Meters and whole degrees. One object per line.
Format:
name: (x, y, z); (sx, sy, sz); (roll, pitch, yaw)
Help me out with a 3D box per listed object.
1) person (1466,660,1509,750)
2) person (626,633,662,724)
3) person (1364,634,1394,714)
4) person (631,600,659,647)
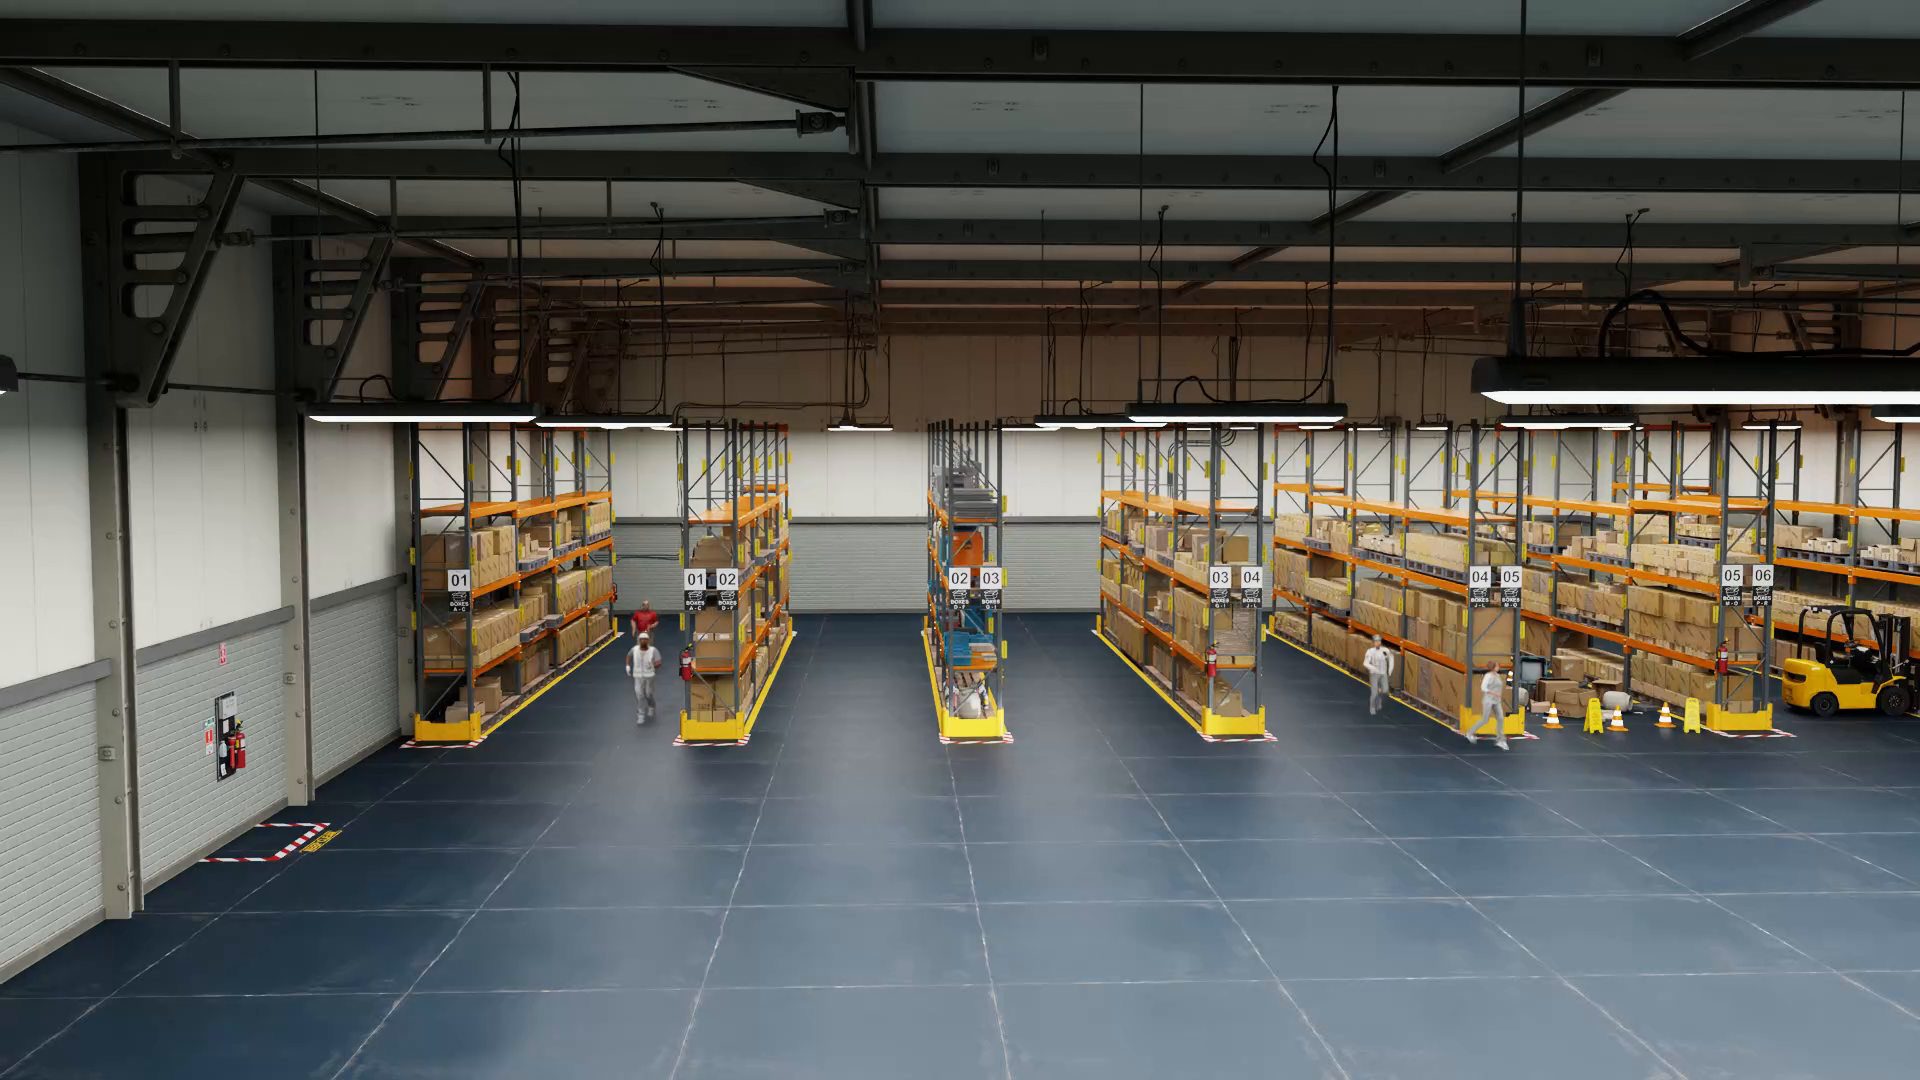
person: (9.688, 2.975, 30.301); (0.582, 1.596, 0.864); (-3, 5, -39)
person: (-6.265, 2.711, 32.897); (0.709, 1.750, 0.970); (0, 4, -5)
person: (8.516, 2.736, 33.767); (0.639, 1.658, 0.679); (0, 4, 3)
person: (-7.569, 2.309, 39.999); (0.647, 1.693, 0.643); (-1, 4, -12)
